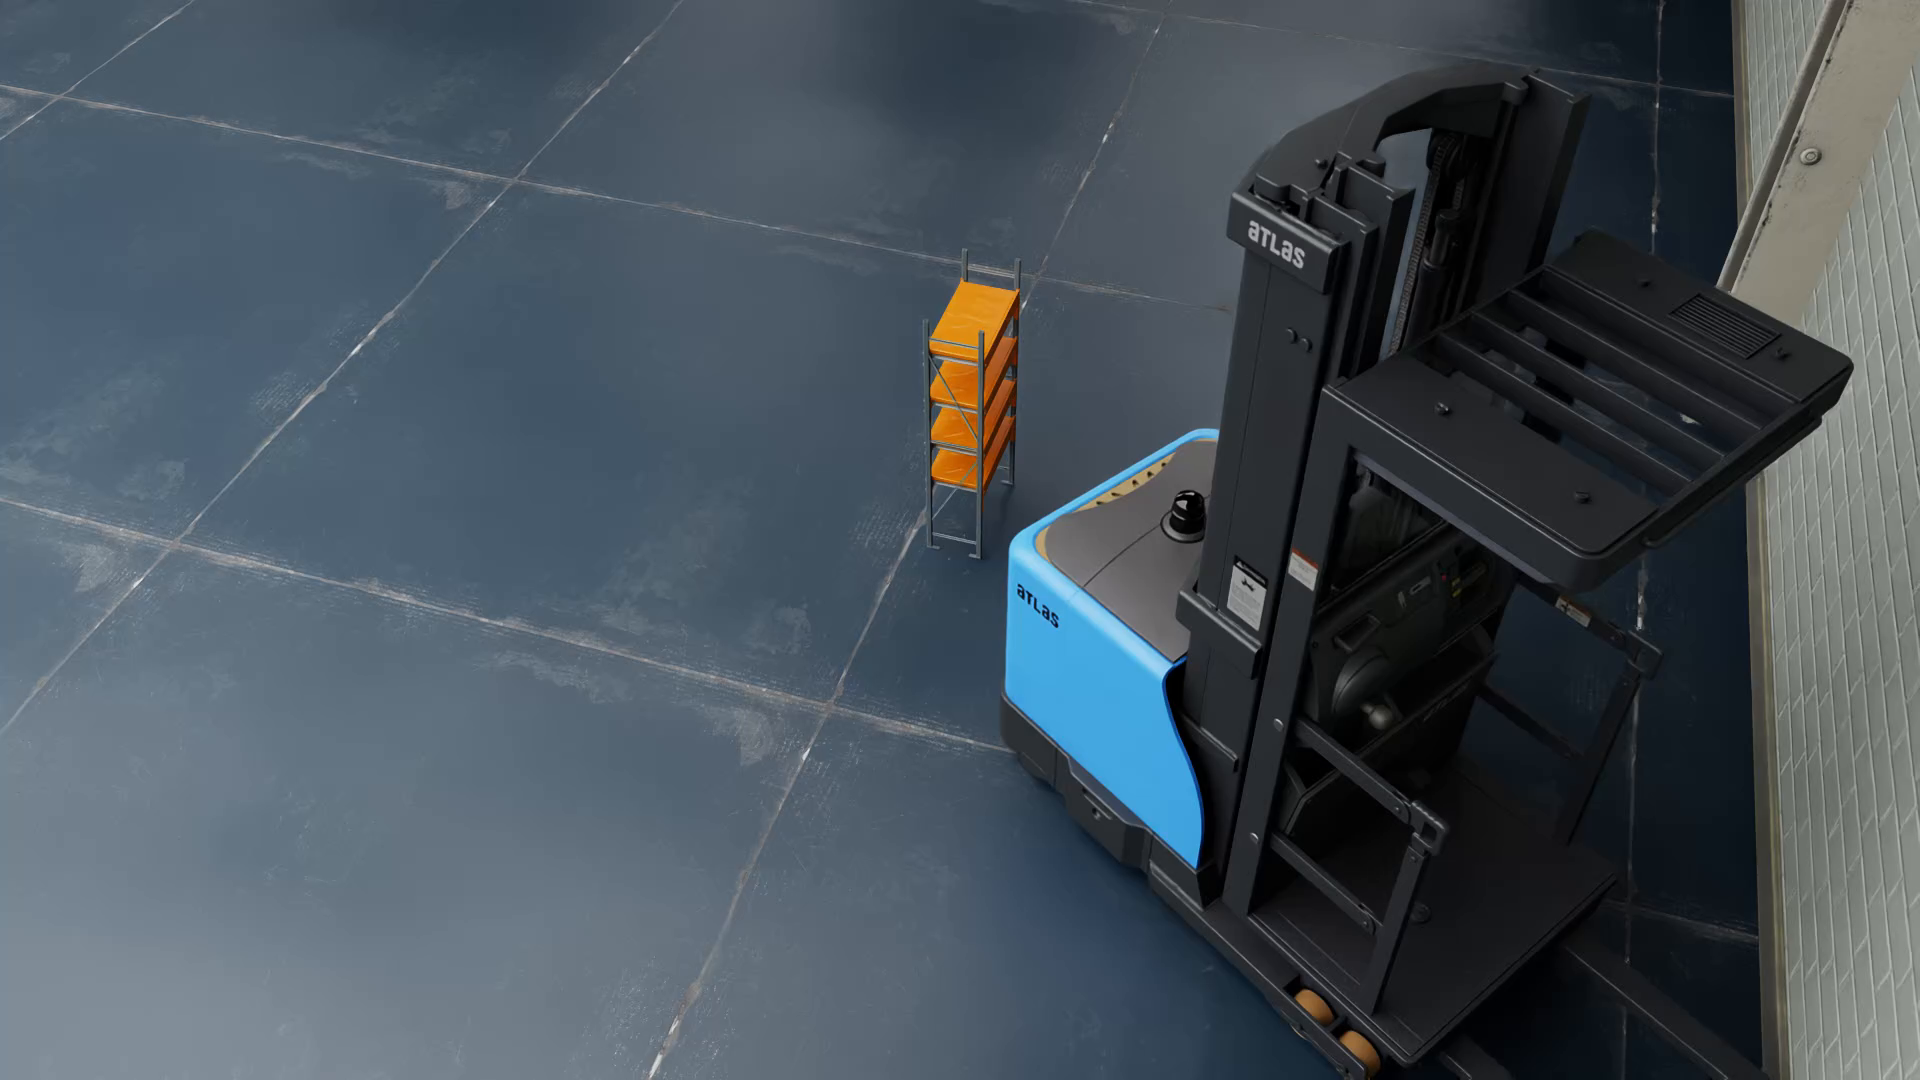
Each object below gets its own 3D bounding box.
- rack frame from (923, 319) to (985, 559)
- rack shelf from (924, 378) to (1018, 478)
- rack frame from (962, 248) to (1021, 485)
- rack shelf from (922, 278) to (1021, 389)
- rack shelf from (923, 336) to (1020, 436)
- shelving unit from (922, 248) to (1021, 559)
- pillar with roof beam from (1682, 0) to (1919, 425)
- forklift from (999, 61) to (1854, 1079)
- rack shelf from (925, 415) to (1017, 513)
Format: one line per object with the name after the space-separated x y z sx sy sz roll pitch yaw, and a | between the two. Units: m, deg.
-0.024 -0.377 6.676 0.240 1.200 0.015 13 46 13 | rack frame
0.050 -0.491 6.889 0.258 0.148 0.480 13 46 13 | rack shelf
0.124 -0.702 7.008 0.240 1.200 0.015 13 46 13 | rack frame
0.050 -0.820 6.567 0.258 0.148 0.480 13 46 13 | rack shelf
0.050 -0.651 6.733 0.258 0.148 0.480 13 46 13 | rack shelf
0.050 -0.539 6.842 0.258 1.200 0.503 13 46 13 | shelving unit
-0.545 -4.778 5.598 9.100 9.000 0.400 13 46 13 | pillar with roof beam
1.474 0.297 4.750 1.130 2.935 3.031 -30 52 -27 | forklift
0.050 -0.349 7.028 0.258 0.148 0.480 13 46 13 | rack shelf
